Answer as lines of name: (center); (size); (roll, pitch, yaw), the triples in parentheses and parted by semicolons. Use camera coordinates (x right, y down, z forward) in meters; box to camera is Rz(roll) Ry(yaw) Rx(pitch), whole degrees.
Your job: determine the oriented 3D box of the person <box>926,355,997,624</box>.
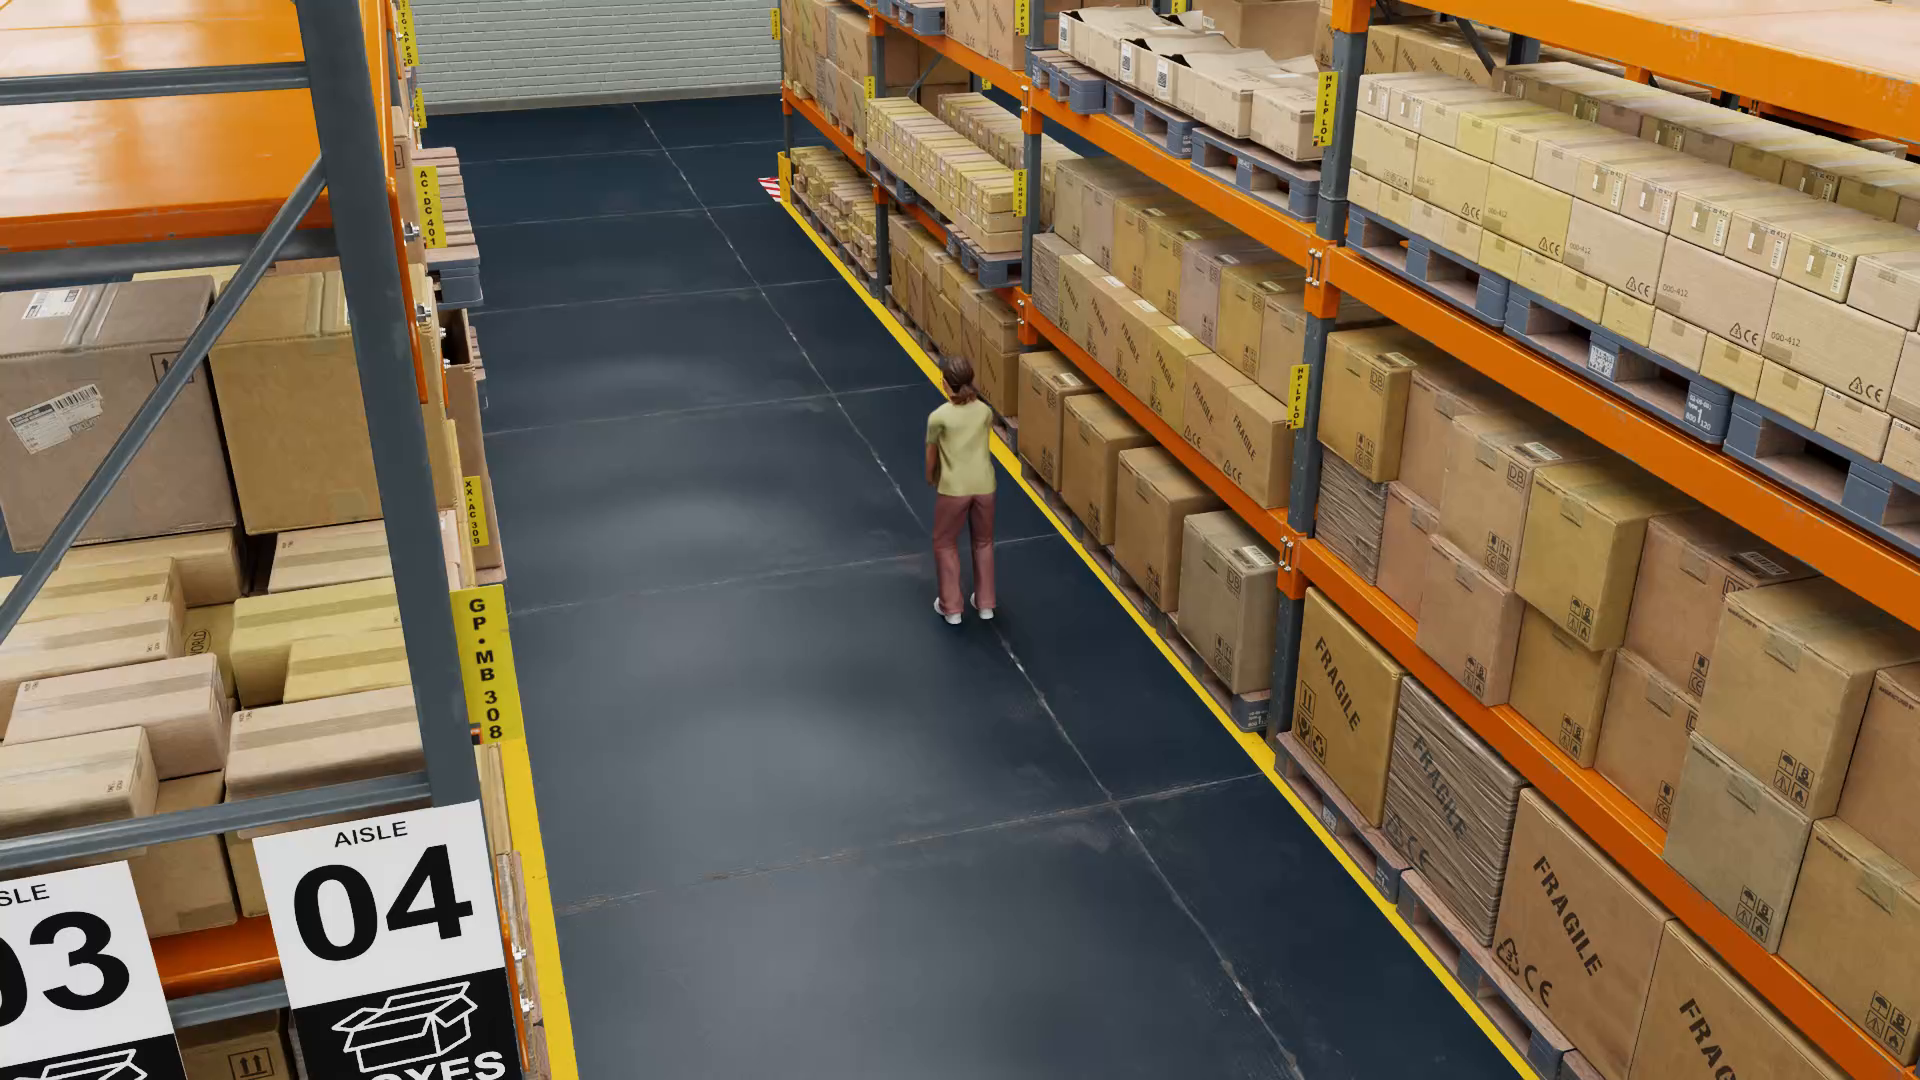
person: (-0.006, -0.319, 10.026); (0.409, 1.654, 0.521); (-9, 28, -17)
